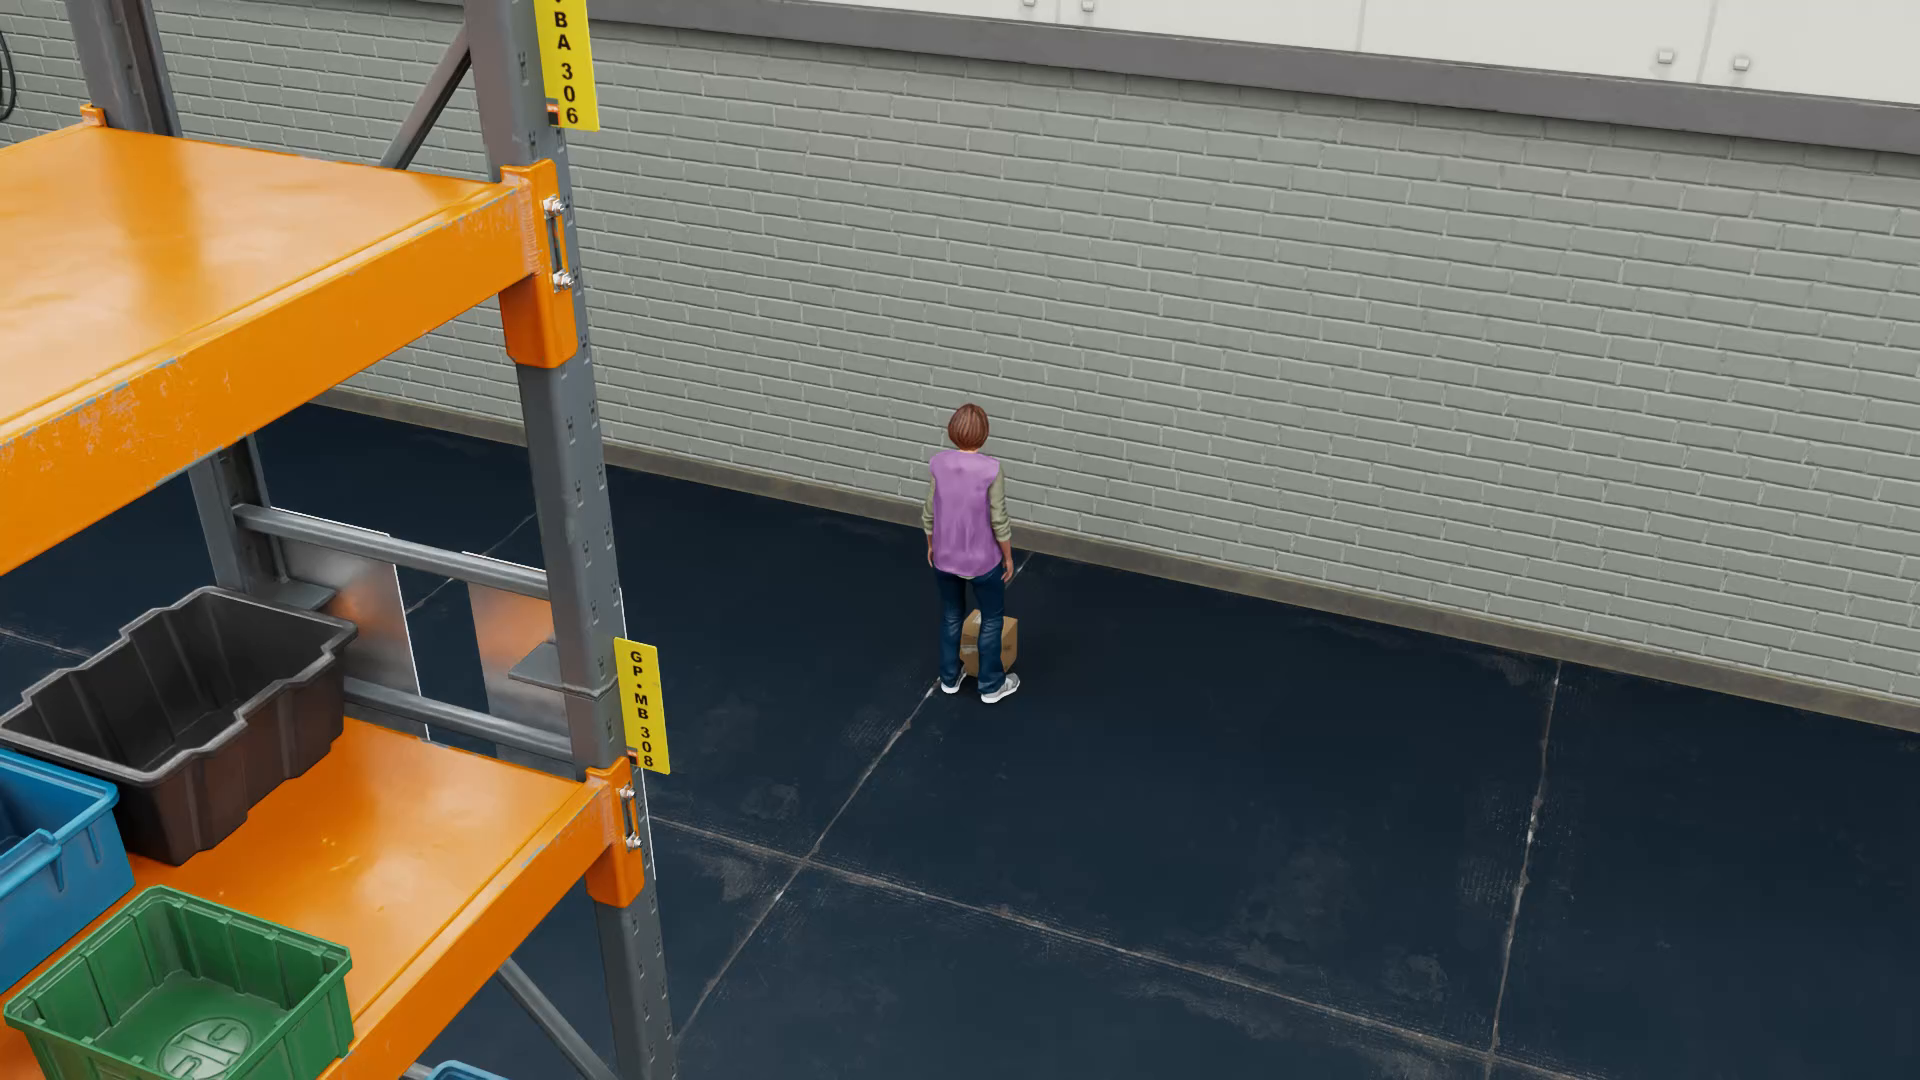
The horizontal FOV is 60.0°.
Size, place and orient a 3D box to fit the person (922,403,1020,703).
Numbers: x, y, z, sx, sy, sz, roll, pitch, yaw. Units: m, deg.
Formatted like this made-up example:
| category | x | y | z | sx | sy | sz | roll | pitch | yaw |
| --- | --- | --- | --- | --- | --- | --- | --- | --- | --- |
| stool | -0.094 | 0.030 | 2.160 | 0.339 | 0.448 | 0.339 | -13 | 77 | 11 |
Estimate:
| category | x | y | z | sx | sy | sz | roll | pitch | yaw |
| --- | --- | --- | --- | --- | --- | --- | --- | --- | --- |
| person | 0.046 | 0.085 | 8.250 | 0.474 | 1.592 | 0.346 | 12 | 32 | 19 |
